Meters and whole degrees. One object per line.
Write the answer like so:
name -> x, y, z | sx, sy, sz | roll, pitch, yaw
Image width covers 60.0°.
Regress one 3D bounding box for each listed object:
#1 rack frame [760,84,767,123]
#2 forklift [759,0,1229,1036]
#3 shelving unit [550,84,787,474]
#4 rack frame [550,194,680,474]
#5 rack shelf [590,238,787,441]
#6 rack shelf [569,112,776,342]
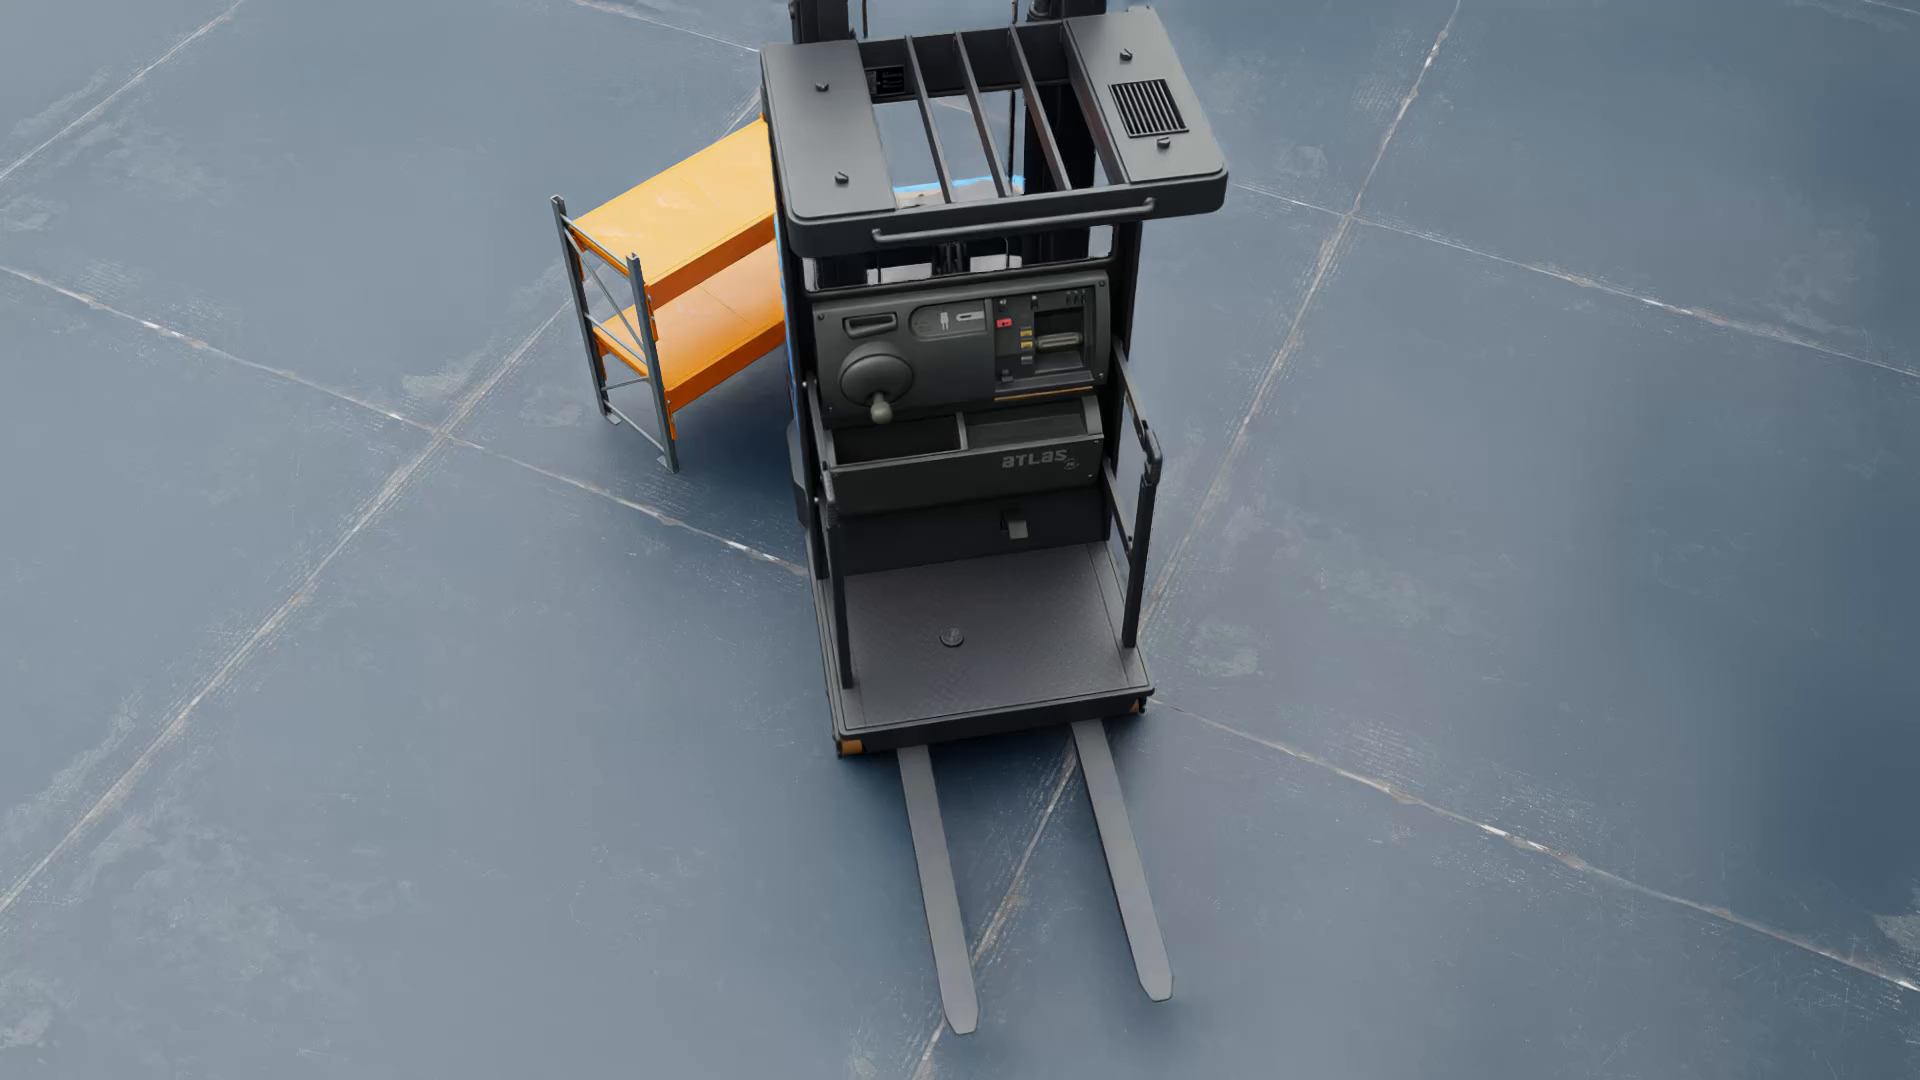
rack frame -> -0.613, -1.323, 6.952 | 0.032, 1.125, 0.500 | -37, 59, -27
forklift -> 0.052, -0.495, 5.062 | 1.130, 2.935, 3.031 | -8, 50, -7
shelving unit -> -0.974, -1.050, 6.720 | 1.048, 1.125, 0.538 | -37, 59, -27
rack frame -> -1.335, -0.778, 6.488 | 0.032, 1.125, 0.500 | -37, 59, -27
rack shelf -> -0.974, -0.892, 6.906 | 1.000, 0.278, 0.538 | -37, 59, -27
rack shelf -> -0.974, -1.240, 6.497 | 1.000, 0.278, 0.538 | -37, 59, -27
